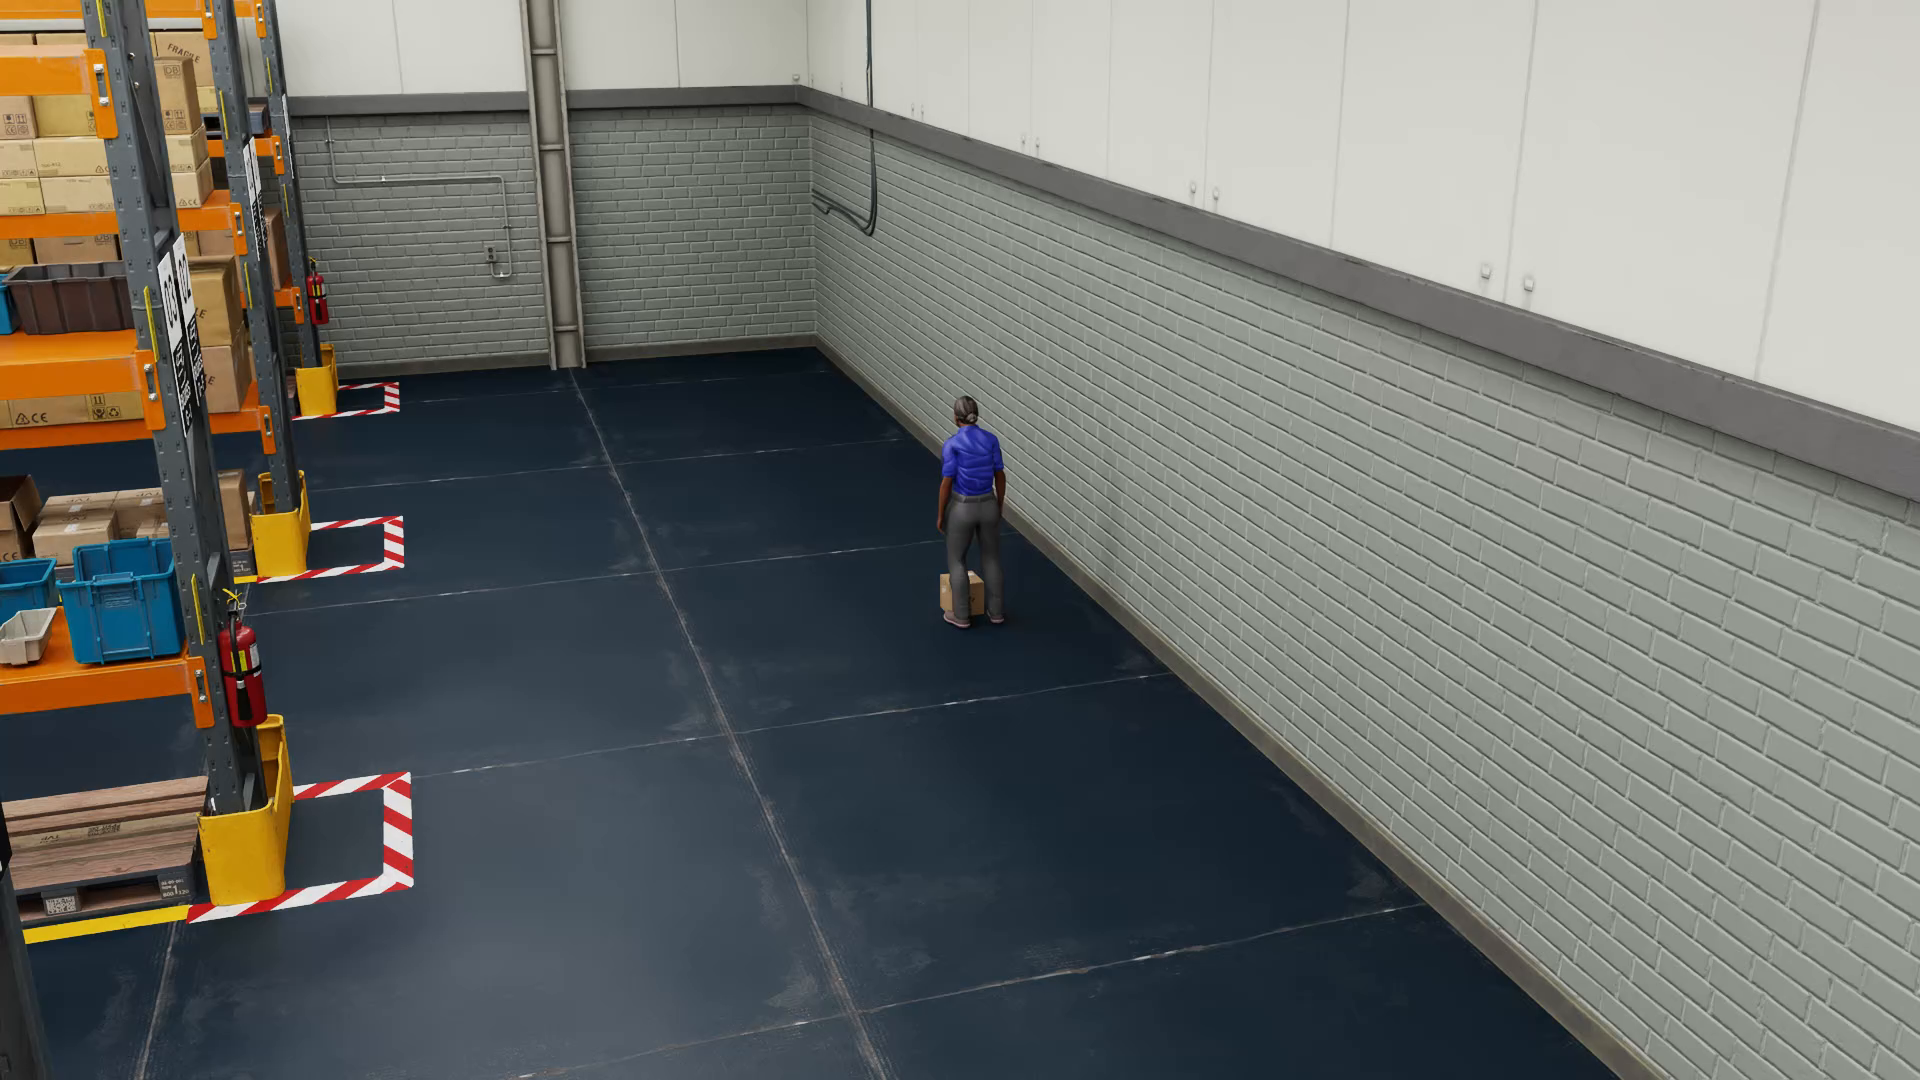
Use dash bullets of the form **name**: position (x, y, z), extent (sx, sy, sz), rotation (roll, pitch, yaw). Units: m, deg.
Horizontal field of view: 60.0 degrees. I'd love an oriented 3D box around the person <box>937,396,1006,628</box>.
- **person**: position (0.092, -0.195, 11.629), extent (0.532, 1.655, 0.348), rotation (-7, 21, -20)
